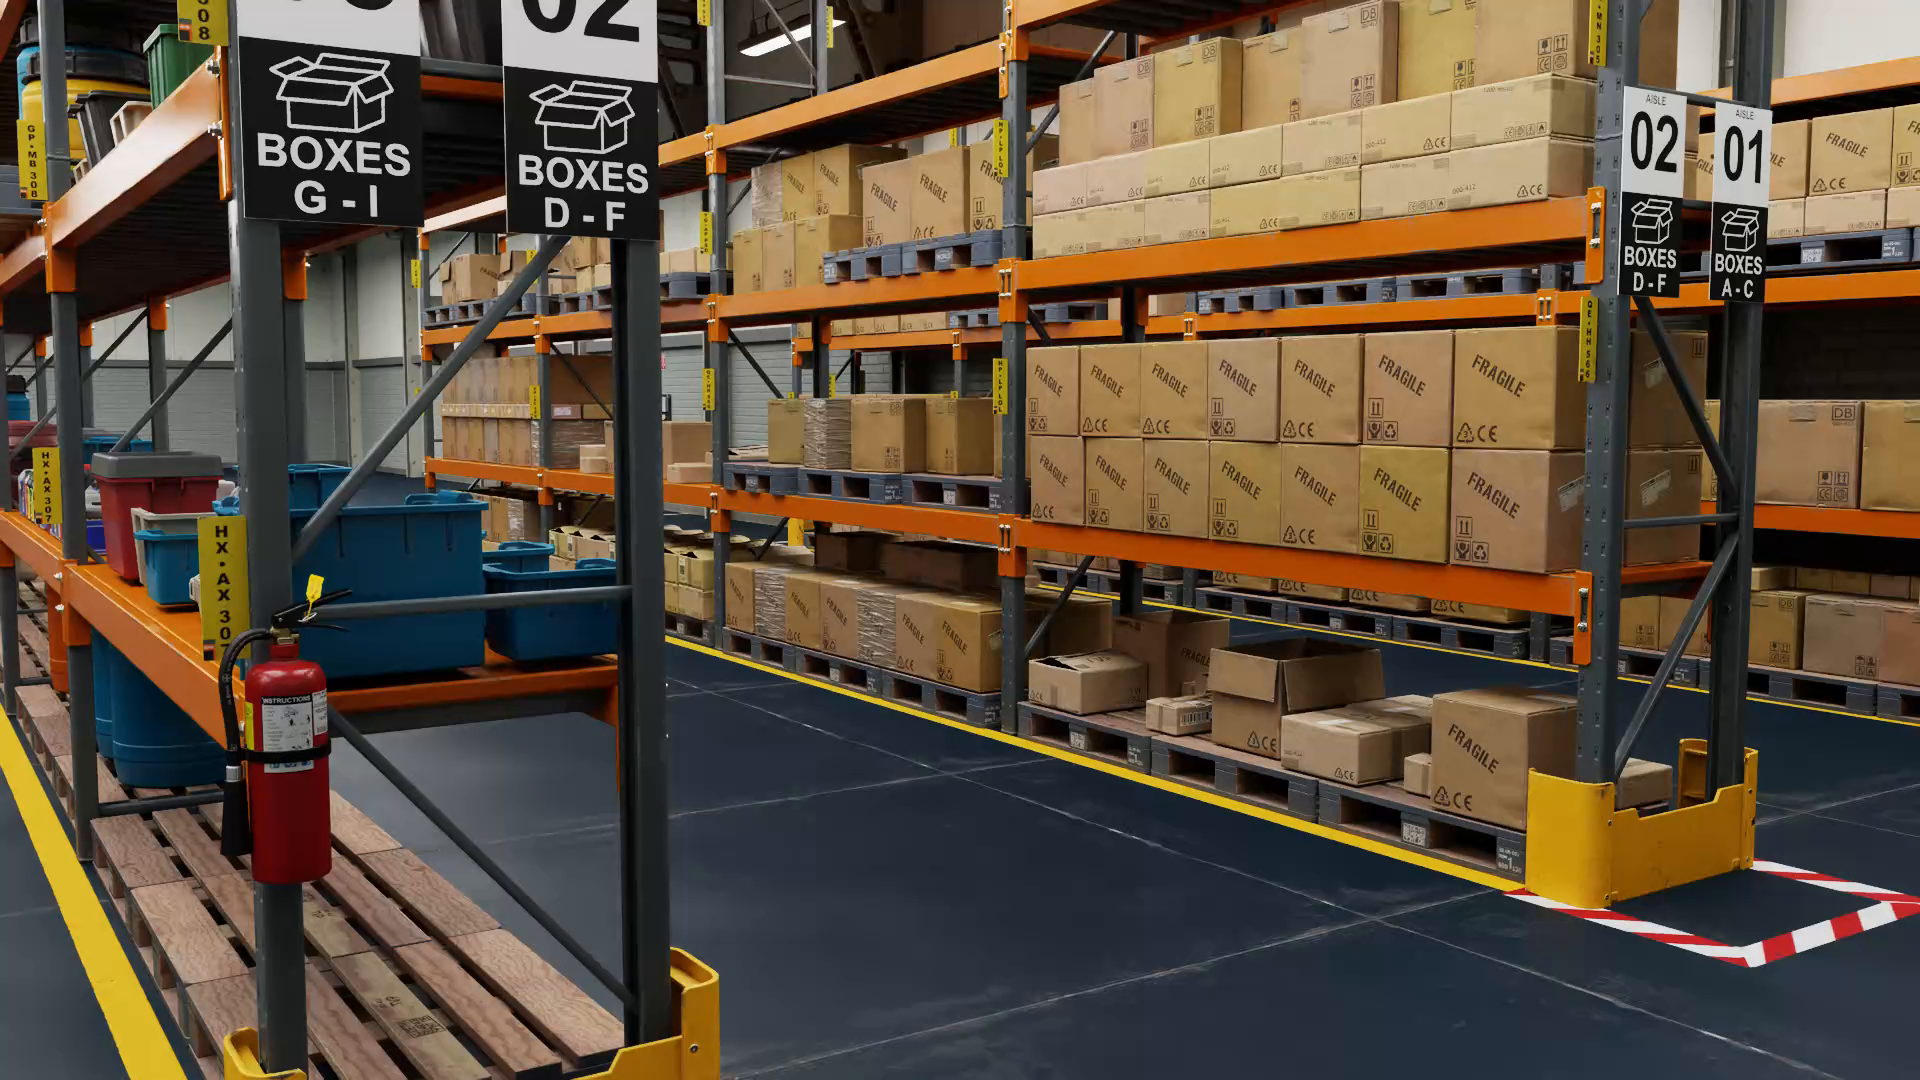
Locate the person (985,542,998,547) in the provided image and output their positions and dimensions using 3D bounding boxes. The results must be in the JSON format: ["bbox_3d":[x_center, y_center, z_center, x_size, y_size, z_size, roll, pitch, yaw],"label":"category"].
[{"bbox_3d":[0.377,-0.188,16.424,0.392,1.597,0.438,-5,7,-43],"label":"person"}]
